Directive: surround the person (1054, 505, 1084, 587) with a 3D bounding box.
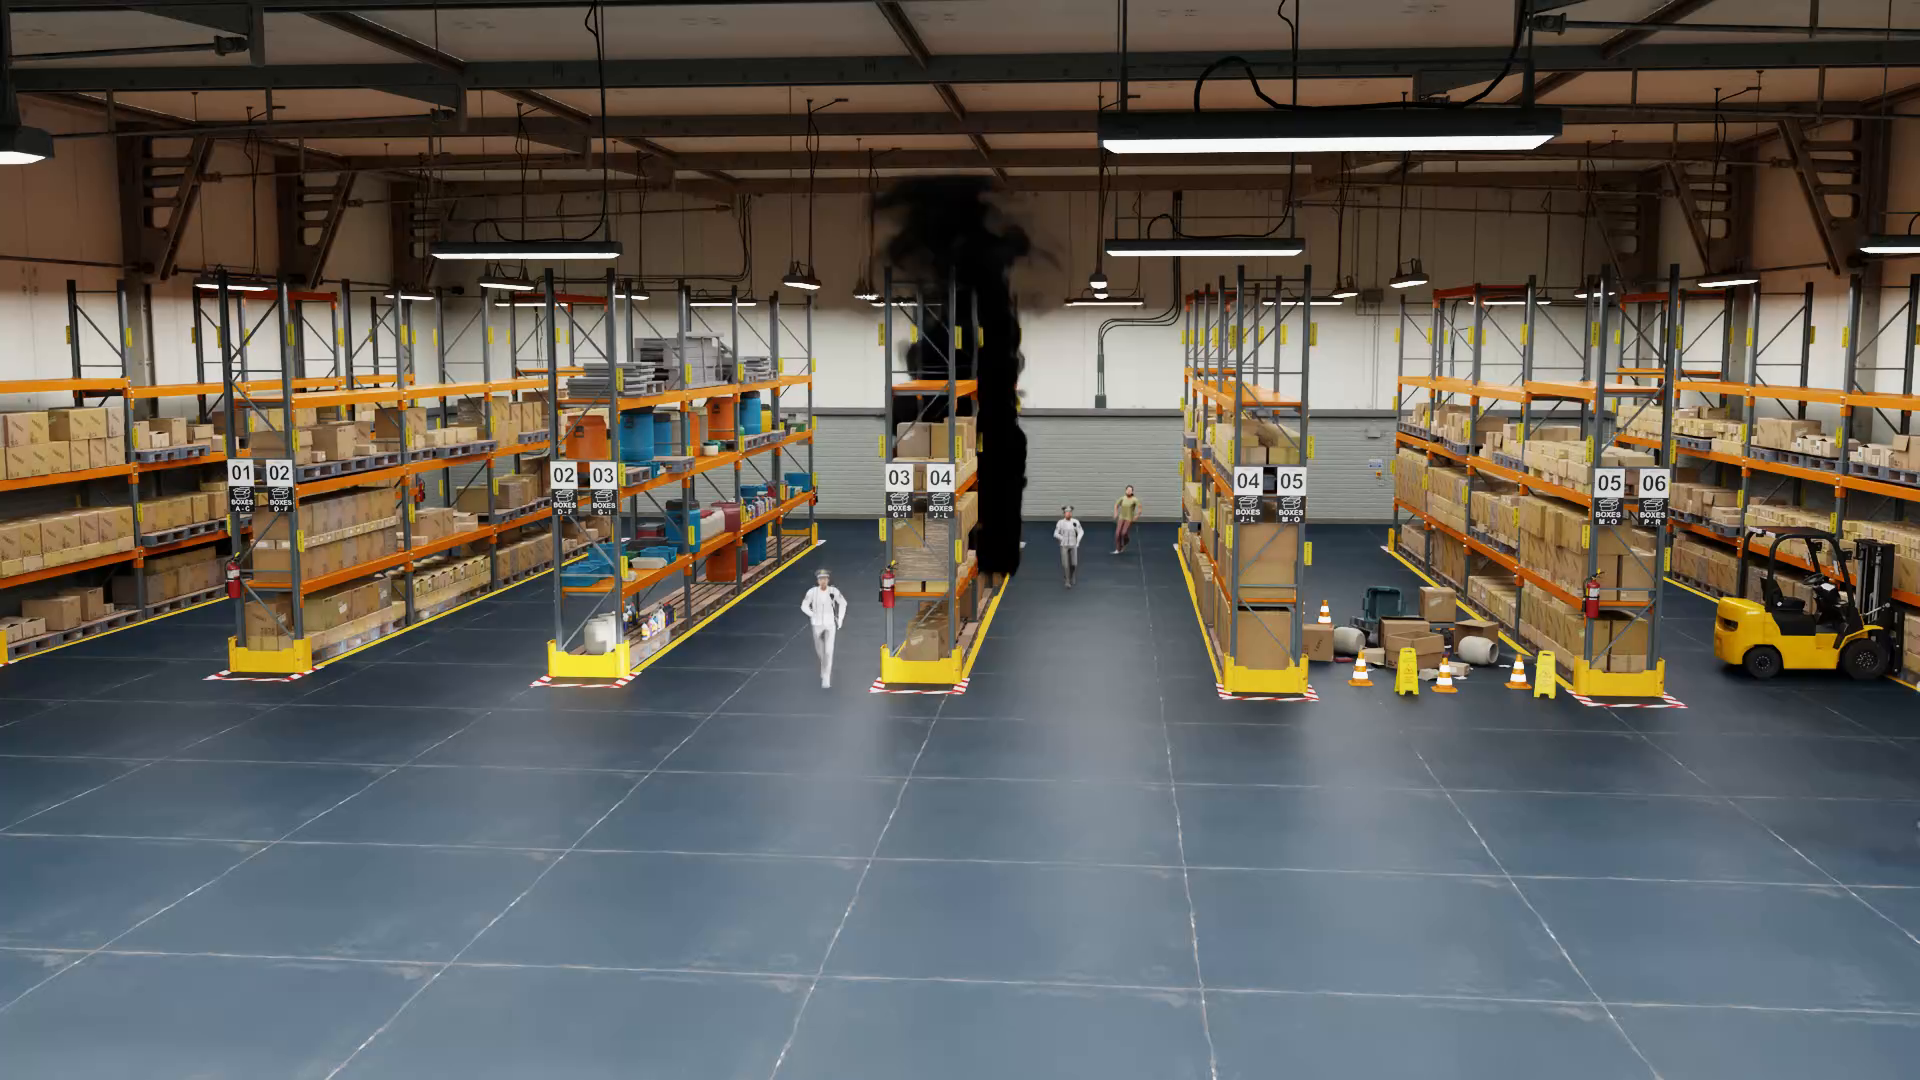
[{"bbox_3d":[2.187,0.130,33.332,0.603,1.649,0.546,0,7,1],"label":"person"}]

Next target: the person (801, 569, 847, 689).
[{"bbox_3d":[-1.977,1.251,24.176,0.654,1.699,0.854,0,7,-1],"label":"person"}]

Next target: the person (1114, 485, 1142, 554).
[{"bbox_3d":[3.855,-0.465,38.506,0.630,1.609,0.526,3,8,25],"label":"person"}]
